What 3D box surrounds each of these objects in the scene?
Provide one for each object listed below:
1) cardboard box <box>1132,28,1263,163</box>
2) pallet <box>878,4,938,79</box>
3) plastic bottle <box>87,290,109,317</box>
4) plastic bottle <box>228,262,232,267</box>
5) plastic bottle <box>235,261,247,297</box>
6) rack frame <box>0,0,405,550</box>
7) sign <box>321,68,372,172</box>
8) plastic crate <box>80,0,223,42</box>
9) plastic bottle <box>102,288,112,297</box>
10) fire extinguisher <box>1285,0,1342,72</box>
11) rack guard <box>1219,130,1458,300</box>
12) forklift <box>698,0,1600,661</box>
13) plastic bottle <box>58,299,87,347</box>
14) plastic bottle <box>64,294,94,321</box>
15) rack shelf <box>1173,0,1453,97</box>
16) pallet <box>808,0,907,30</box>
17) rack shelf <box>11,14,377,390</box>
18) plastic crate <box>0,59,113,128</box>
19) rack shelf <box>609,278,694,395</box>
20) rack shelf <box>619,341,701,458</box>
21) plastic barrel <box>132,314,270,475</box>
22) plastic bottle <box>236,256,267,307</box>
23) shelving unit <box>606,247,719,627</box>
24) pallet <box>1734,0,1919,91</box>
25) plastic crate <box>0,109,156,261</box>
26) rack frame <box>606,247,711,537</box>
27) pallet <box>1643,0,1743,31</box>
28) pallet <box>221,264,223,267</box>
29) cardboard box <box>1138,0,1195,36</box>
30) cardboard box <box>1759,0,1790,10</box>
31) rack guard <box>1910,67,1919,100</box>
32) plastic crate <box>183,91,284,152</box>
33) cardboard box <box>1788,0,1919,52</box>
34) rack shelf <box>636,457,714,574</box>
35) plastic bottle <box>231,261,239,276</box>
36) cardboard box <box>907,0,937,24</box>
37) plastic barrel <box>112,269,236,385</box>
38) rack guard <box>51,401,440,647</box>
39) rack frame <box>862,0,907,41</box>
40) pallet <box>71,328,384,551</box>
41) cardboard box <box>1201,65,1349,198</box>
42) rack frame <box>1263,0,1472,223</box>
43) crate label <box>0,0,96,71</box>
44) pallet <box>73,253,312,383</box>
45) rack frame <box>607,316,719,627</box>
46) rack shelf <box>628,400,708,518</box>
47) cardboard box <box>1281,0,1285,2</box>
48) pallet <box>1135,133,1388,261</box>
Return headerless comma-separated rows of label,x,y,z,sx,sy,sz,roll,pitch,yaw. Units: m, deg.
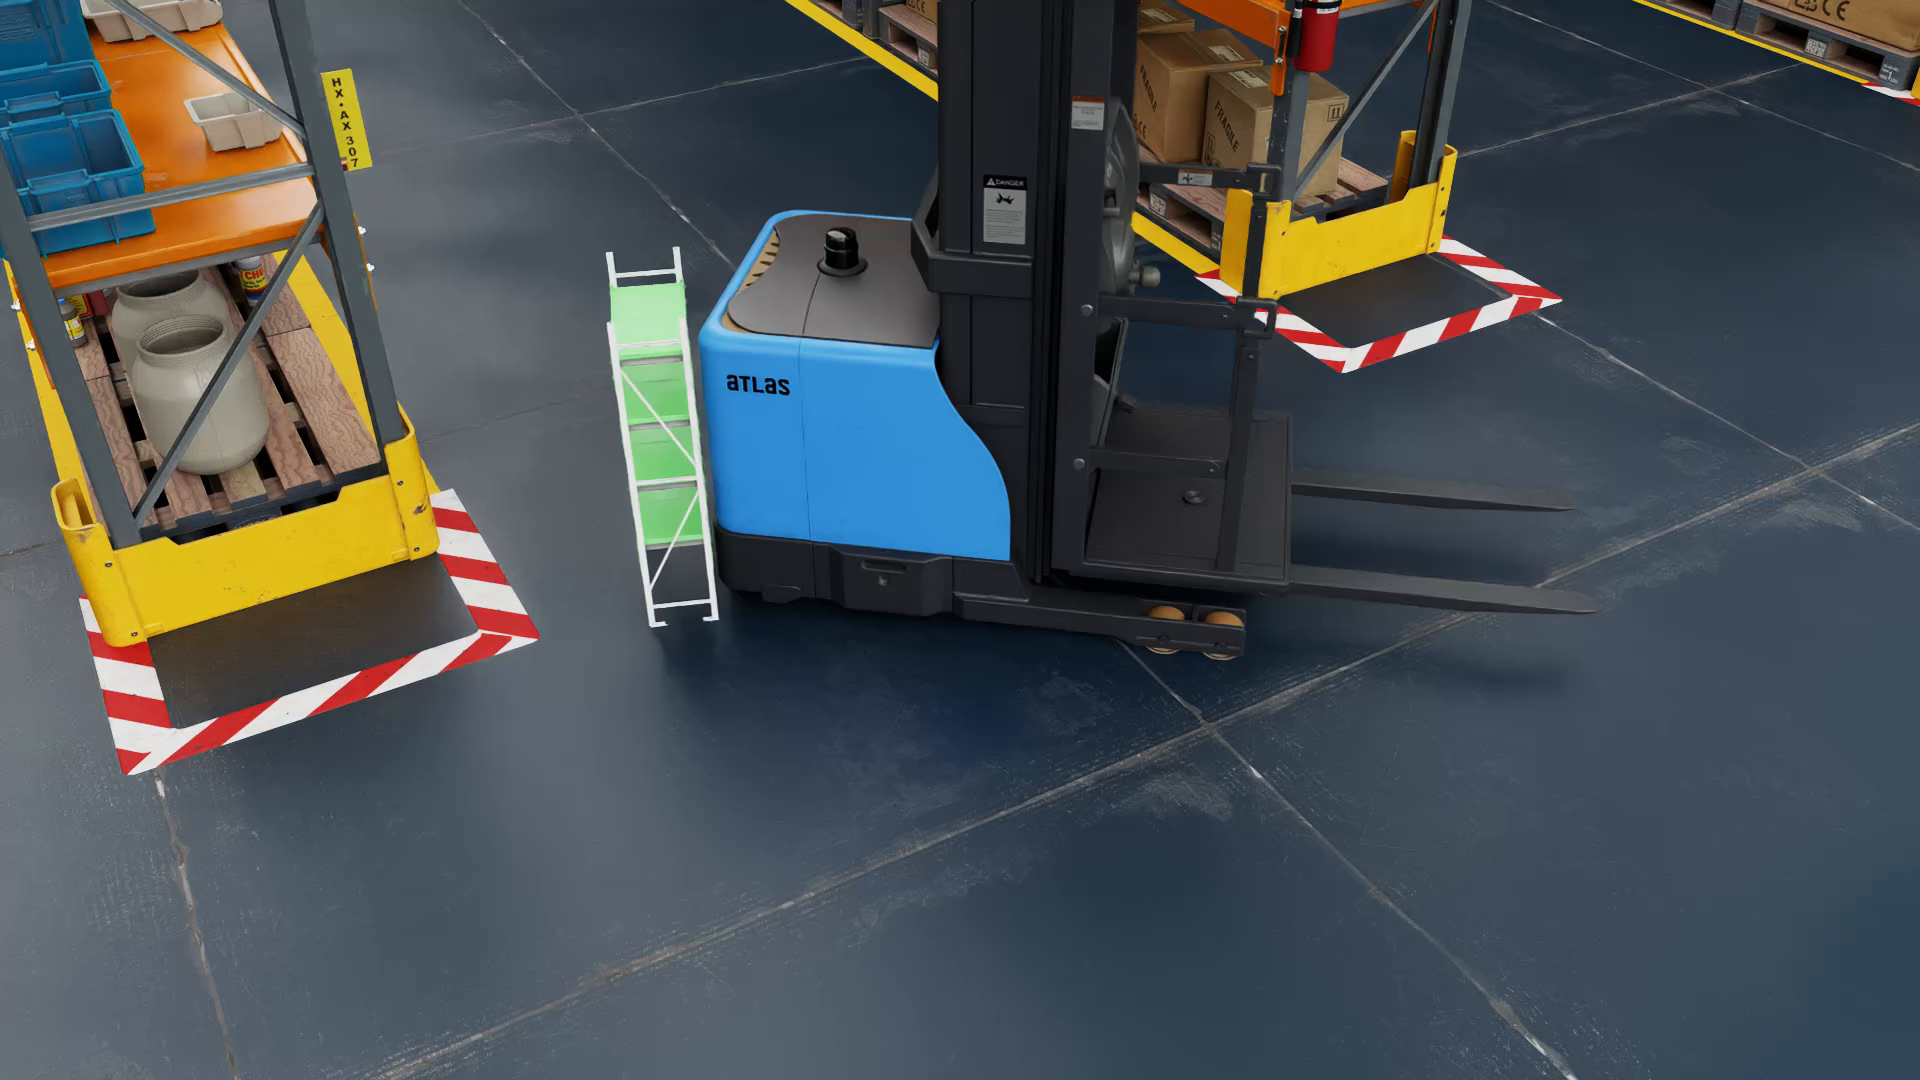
cardboard box,1.218,-2.309,8.631,0.500,0.500,0.500,-9,37,-12
pallet,0.206,-3.112,10.332,1.003,0.211,1.213,-19,40,-24
plastic bottle,-3.748,-1.119,7.168,0.061,0.283,0.133,-19,40,-24
plastic bottle,-3.299,-1.381,7.538,0.097,0.271,0.097,0,36,0
plastic bottle,-3.129,-1.180,7.322,0.097,0.201,0.097,0,36,0
rack frame,-2.435,-1.063,5.162,1.000,3.000,0.127,-19,40,-24
sign,-1.957,-1.335,5.300,0.100,0.325,0.005,-19,40,-24
plastic crate,-3.410,-2.243,7.002,0.530,0.136,0.437,-19,40,-24
plastic bottle,-3.811,-1.171,7.309,0.097,0.201,0.097,0,36,0
fire extinguisher,1.507,-2.304,6.927,0.296,0.674,0.183,-19,40,-24
rack guard,1.809,-1.560,7.962,1.175,0.500,0.348,-19,40,-24
forklift,0.700,-1.111,5.287,3.031,2.935,1.130,6,37,8
plastic bottle,-3.737,-0.917,6.962,0.097,0.201,0.097,0,36,0
plastic bottle,-3.840,-1.084,7.127,0.152,0.276,0.135,-19,40,-24
rack shelf,0.843,-3.260,8.780,1.077,0.370,4.000,-19,40,-24
pallet,-0.555,-3.841,11.330,1.003,0.211,1.213,-19,40,-24
rack shelf,-3.440,-1.792,6.770,1.077,0.370,4.000,-19,40,-24
plastic crate,-3.267,-1.502,5.889,0.499,0.251,0.408,-19,40,-24
rack shelf,-1.013,-0.673,5.448,0.258,0.148,0.480,-6,37,-8
rack shelf,-1.013,-0.479,5.590,0.258,0.148,0.480,-6,37,-8
plastic barrel,-2.832,-0.541,6.200,0.421,0.512,0.421,0,36,0
plastic bottle,-3.076,-1.156,7.229,0.097,0.271,0.097,0,36,0
shelving unit,-1.013,-0.337,5.693,0.258,1.200,0.503,-6,37,-8
pallet,5.717,-3.207,10.462,1.003,0.211,1.213,-19,40,-24
plastic crate,-2.945,-1.169,5.434,0.499,0.251,0.616,-19,40,-24
rack frame,-1.056,-0.478,5.887,0.240,1.200,0.015,-6,37,-8
pallet,5.109,-3.829,11.313,1.003,0.211,1.213,-19,40,-24
pallet,-4.143,-1.622,8.291,1.003,0.211,1.213,-19,40,-24
cardboard box,0.920,-2.634,9.076,0.500,0.500,0.500,-15,39,-20
cardboard box,5.345,-4.034,10.676,0.875,0.875,0.875,-20,40,-25
rack guard,6.199,-2.927,9.834,1.175,0.500,0.348,-19,40,-24
plastic crate,-2.606,-1.508,5.995,0.298,0.136,0.250,-19,40,-24
cardboard box,5.789,-3.586,10.063,0.875,0.875,0.875,-19,40,-24
rack shelf,-1.013,-0.091,5.873,0.258,0.148,0.480,-6,37,-8
plastic bottle,-3.249,-1.330,7.468,0.097,0.271,0.097,0,36,0
cardboard box,0.004,-3.515,10.282,0.500,0.500,0.500,-20,41,-25
plastic barrel,-3.084,-0.796,6.550,0.421,0.512,0.421,0,36,0
rack guard,-2.514,-0.078,5.933,1.175,0.500,0.348,-19,40,-24
rack frame,-0.162,-4.570,9.964,1.000,3.000,0.127,-19,40,-24
pallet,-2.917,-0.377,6.588,1.003,0.211,1.213,-19,40,-24
cardboard box,1.548,-2.014,8.228,0.500,0.500,0.500,-12,38,-16
rack frame,1.847,-2.530,7.171,1.000,3.000,0.127,-19,40,-24
crate label,-3.594,-1.935,6.327,0.502,0.435,0.616,-19,40,-24
pallet,-3.526,-0.999,7.439,1.003,0.211,1.213,-19,40,-24
rack frame,-0.971,-0.195,5.499,0.240,1.200,0.015,-6,37,-8
rack shelf,-1.013,-0.285,5.731,0.258,0.148,0.480,-6,37,-8
cardboard box,1.526,-2.513,7.361,0.380,0.149,0.250,-19,40,-24
pallet,1.432,-1.868,8.628,1.003,0.211,1.213,-19,40,-24
